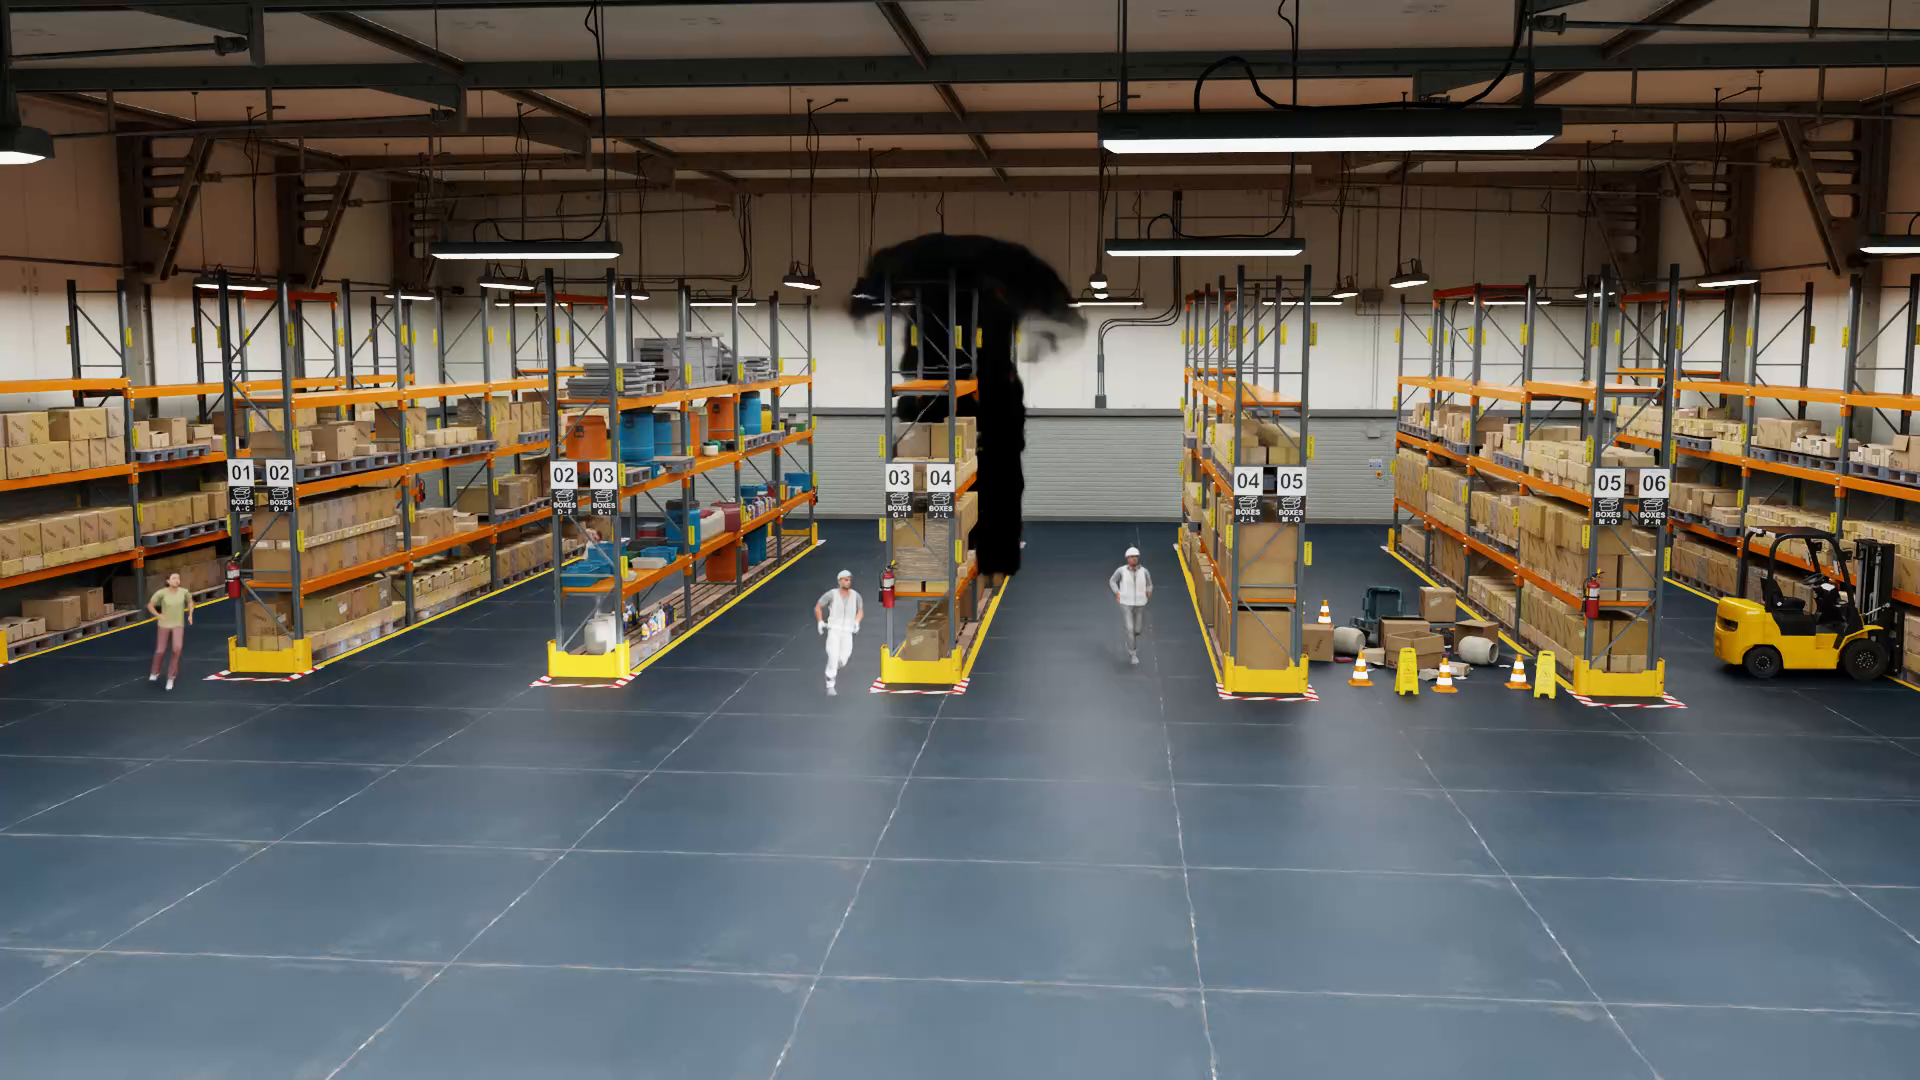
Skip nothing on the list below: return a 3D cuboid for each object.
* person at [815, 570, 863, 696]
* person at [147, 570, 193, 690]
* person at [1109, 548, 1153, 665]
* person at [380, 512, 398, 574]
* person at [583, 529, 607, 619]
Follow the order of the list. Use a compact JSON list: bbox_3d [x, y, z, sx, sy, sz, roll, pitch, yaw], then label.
[{"bbox_3d":[-1.720,1.247,23.670,0.702,1.657,0.666,-2,7,-19],"label":"person"},{"bbox_3d":[-11.387,1.276,24.026,0.647,1.687,0.772,-4,8,-32],"label":"person"},{"bbox_3d":[2.677,0.998,25.907,0.662,1.773,0.894,-1,7,-8],"label":"person"},{"bbox_3d":[-11.965,-0.054,34.523,0.687,1.743,0.704,0,7,-3],"label":"person"},{"bbox_3d":[-6.521,0.584,29.957,0.539,1.591,0.831,0,7,-2],"label":"person"}]
